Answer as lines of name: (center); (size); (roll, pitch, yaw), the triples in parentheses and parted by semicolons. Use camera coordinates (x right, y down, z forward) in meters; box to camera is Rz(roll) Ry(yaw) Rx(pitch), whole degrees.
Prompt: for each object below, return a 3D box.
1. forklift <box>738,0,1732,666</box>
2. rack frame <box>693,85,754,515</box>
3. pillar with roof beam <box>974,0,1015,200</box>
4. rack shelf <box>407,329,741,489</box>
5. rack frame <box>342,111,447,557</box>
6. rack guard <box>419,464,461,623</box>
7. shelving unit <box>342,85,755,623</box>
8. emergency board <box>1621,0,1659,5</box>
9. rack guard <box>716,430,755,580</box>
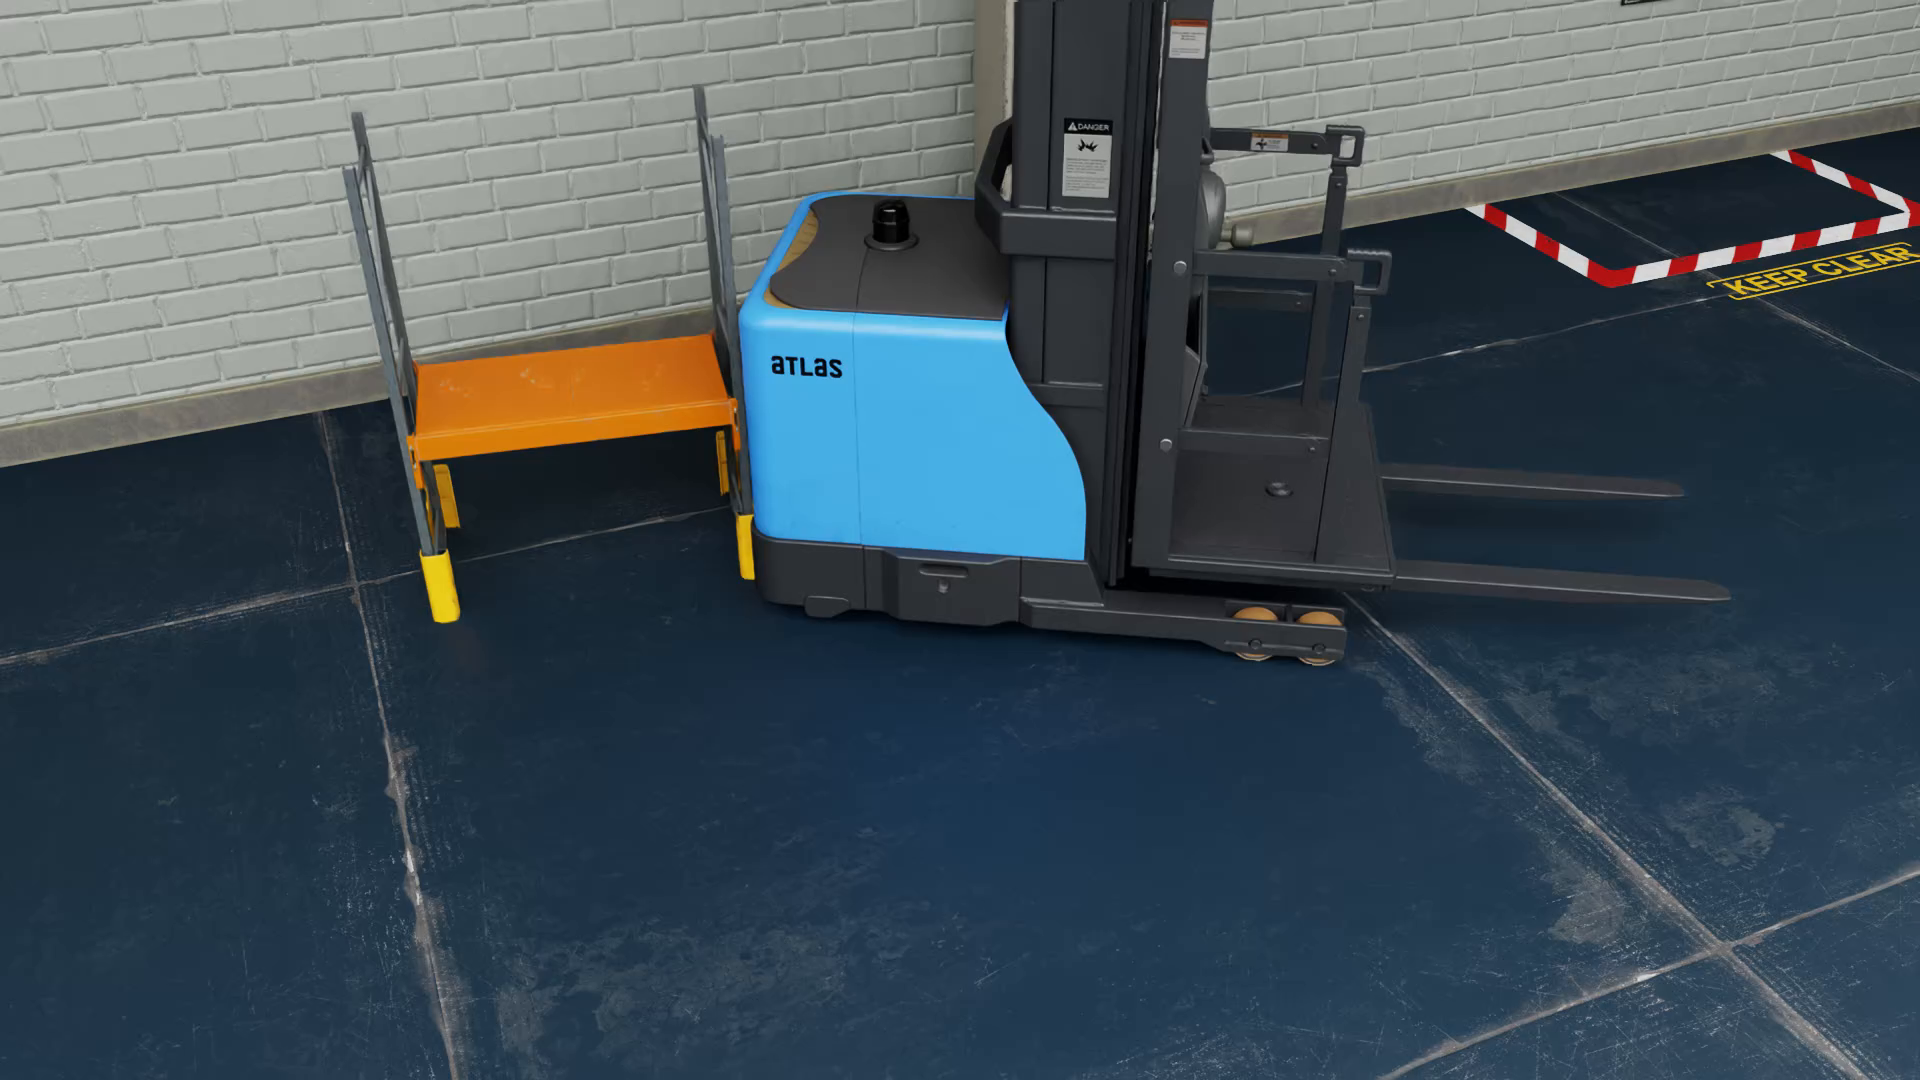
forklift: (0.894, -1.149, 4.828); (3.031, 2.935, 1.130); (4, 33, 6)
rack frame: (-0.754, -0.654, 5.379); (0.032, 1.500, 0.500); (-8, 34, -12)
pillar with roof beam: (1.967, -2.688, 1.630); (0.400, 9.000, 9.100); (-13, 35, -19)
rack shelf: (-1.247, -0.435, 5.374); (1.000, 0.185, 0.538); (-8, 34, -12)
rack frame: (-1.740, -0.519, 5.172); (0.032, 1.500, 0.500); (-8, 34, -12)
rack guard: (-1.721, 0.003, 5.517); (0.087, 0.250, 0.587); (-8, 34, -12)
shelving unit: (-1.238, -0.587, 5.277); (1.083, 1.500, 0.587); (-8, 34, -12)
emergency board: (3.524, -3.110, 7.779); (0.626, 1.169, 0.157); (-13, 35, -19)
rack guard: (-0.755, -0.130, 5.720); (0.087, 0.250, 0.587); (-8, 34, -12)
